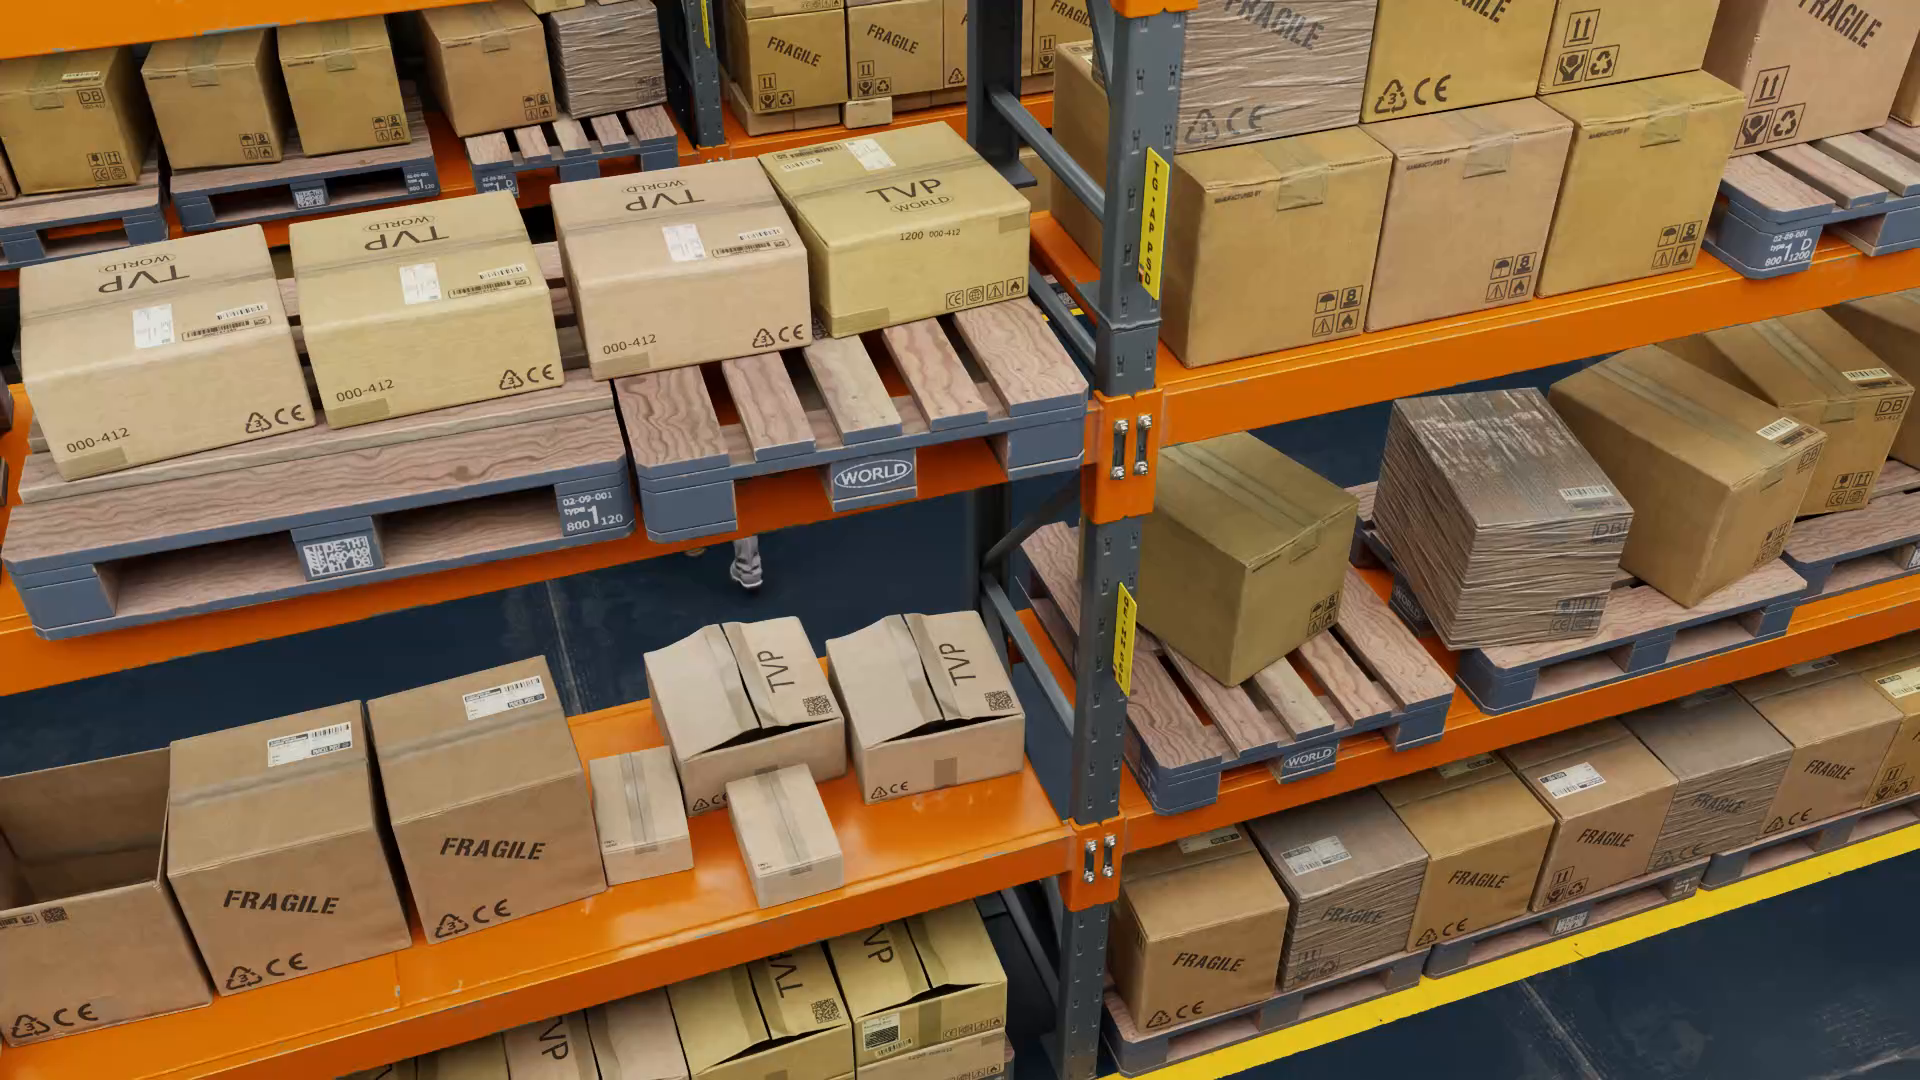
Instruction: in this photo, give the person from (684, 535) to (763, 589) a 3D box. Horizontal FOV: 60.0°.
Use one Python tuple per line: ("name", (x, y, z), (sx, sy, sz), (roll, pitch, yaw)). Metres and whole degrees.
("person", (-1.166, -0.553, 7.500), (0.487, 1.686, 0.658), (-12, 40, -15))
